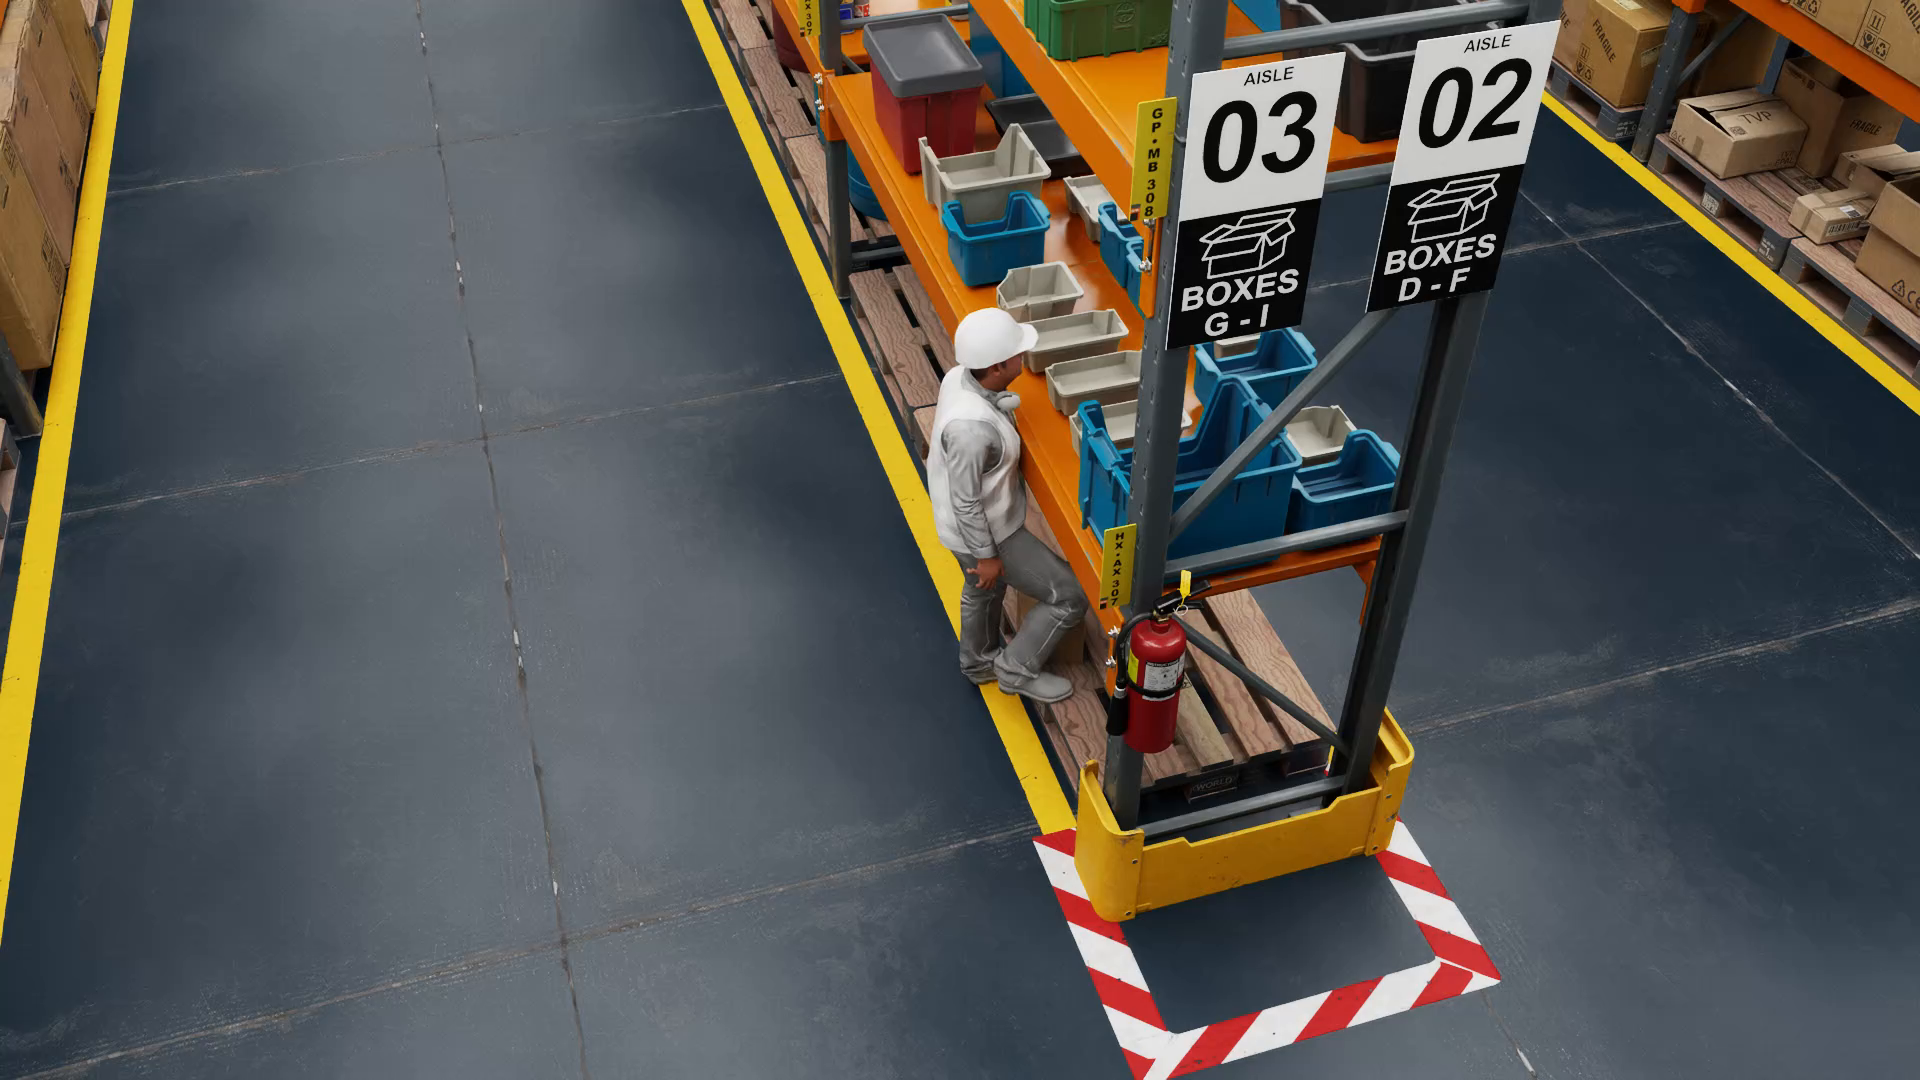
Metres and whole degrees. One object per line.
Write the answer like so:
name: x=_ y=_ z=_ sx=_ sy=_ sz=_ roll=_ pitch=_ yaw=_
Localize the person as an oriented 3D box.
person: x=0.185 y=-0.084 z=6.218 sx=0.610 sy=1.778 sz=0.637 roll=0 pitch=42 yaw=0
